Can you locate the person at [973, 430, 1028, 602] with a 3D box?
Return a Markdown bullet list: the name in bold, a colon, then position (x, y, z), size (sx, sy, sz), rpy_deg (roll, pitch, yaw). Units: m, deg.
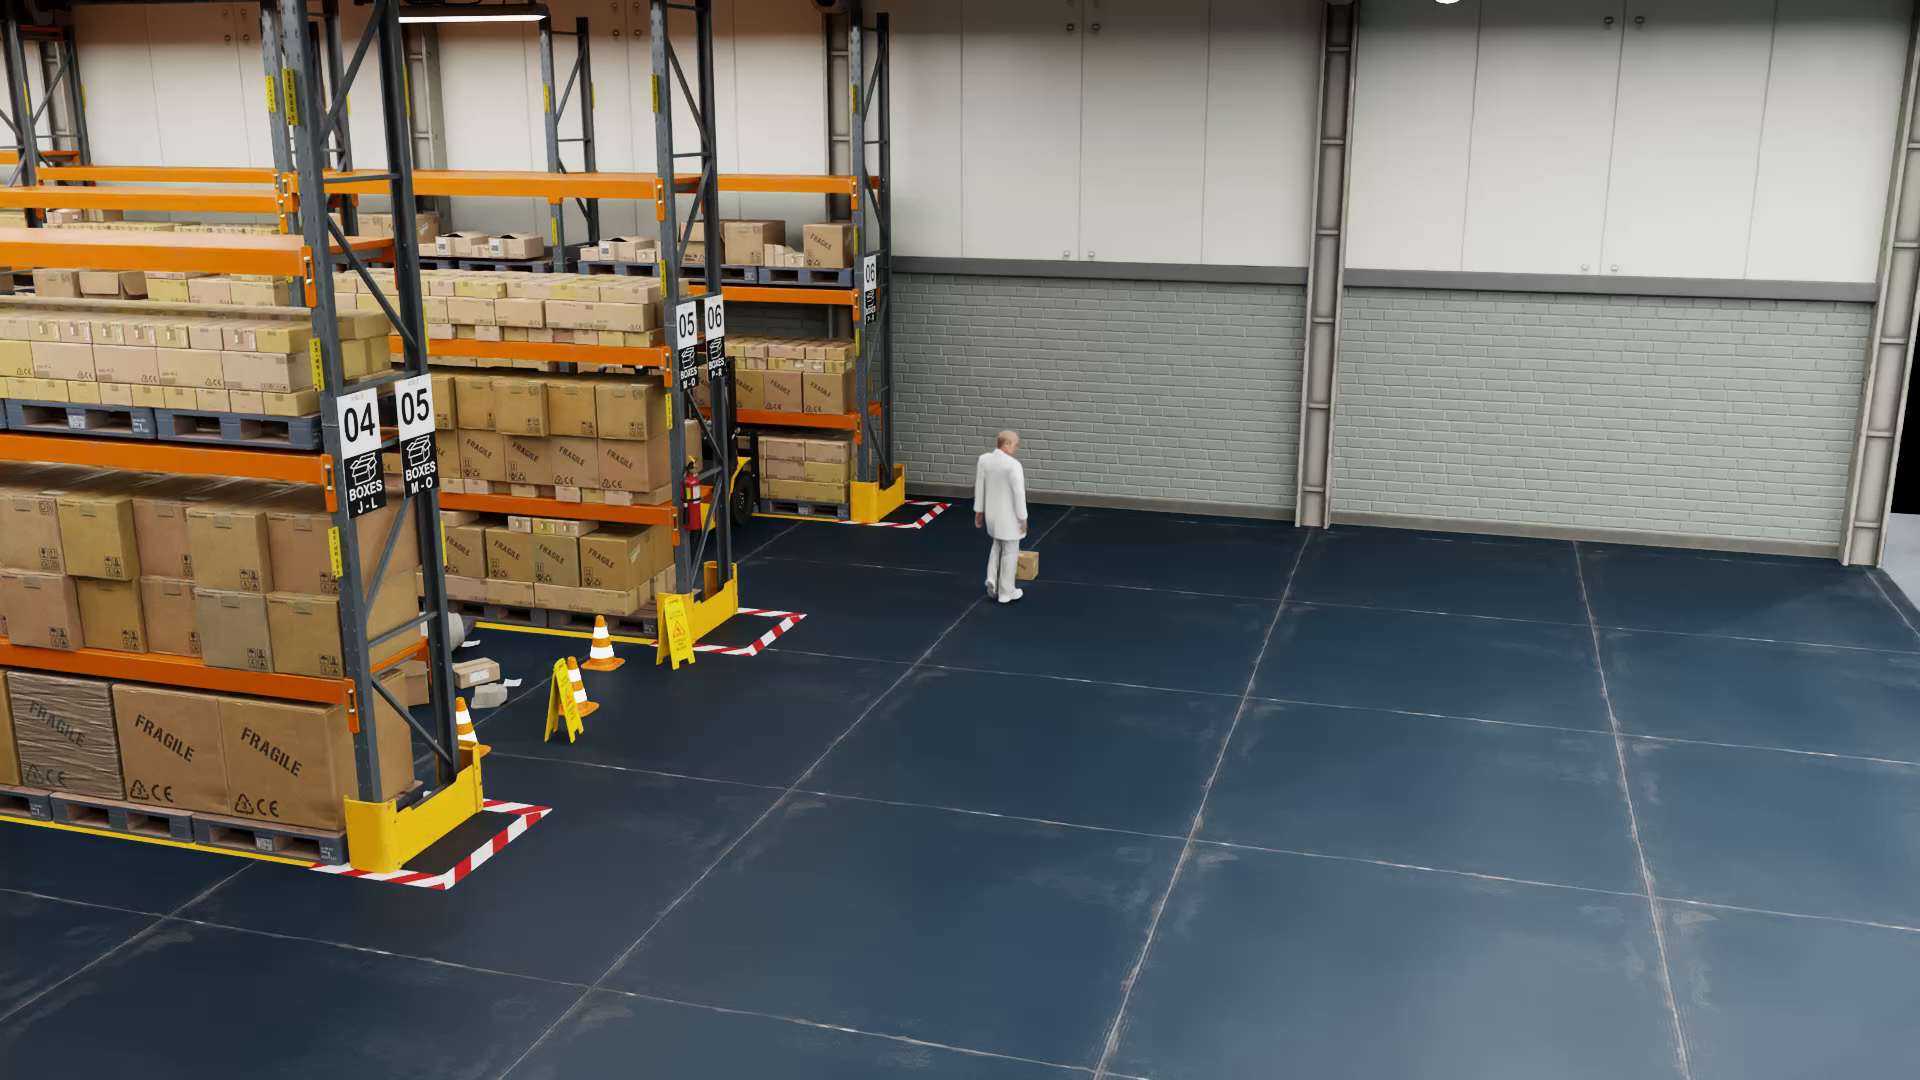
- **person**: position (0.472, -0.239, 16.937), size (0.616, 1.812, 0.438), rpy_deg (12, 19, 38)
